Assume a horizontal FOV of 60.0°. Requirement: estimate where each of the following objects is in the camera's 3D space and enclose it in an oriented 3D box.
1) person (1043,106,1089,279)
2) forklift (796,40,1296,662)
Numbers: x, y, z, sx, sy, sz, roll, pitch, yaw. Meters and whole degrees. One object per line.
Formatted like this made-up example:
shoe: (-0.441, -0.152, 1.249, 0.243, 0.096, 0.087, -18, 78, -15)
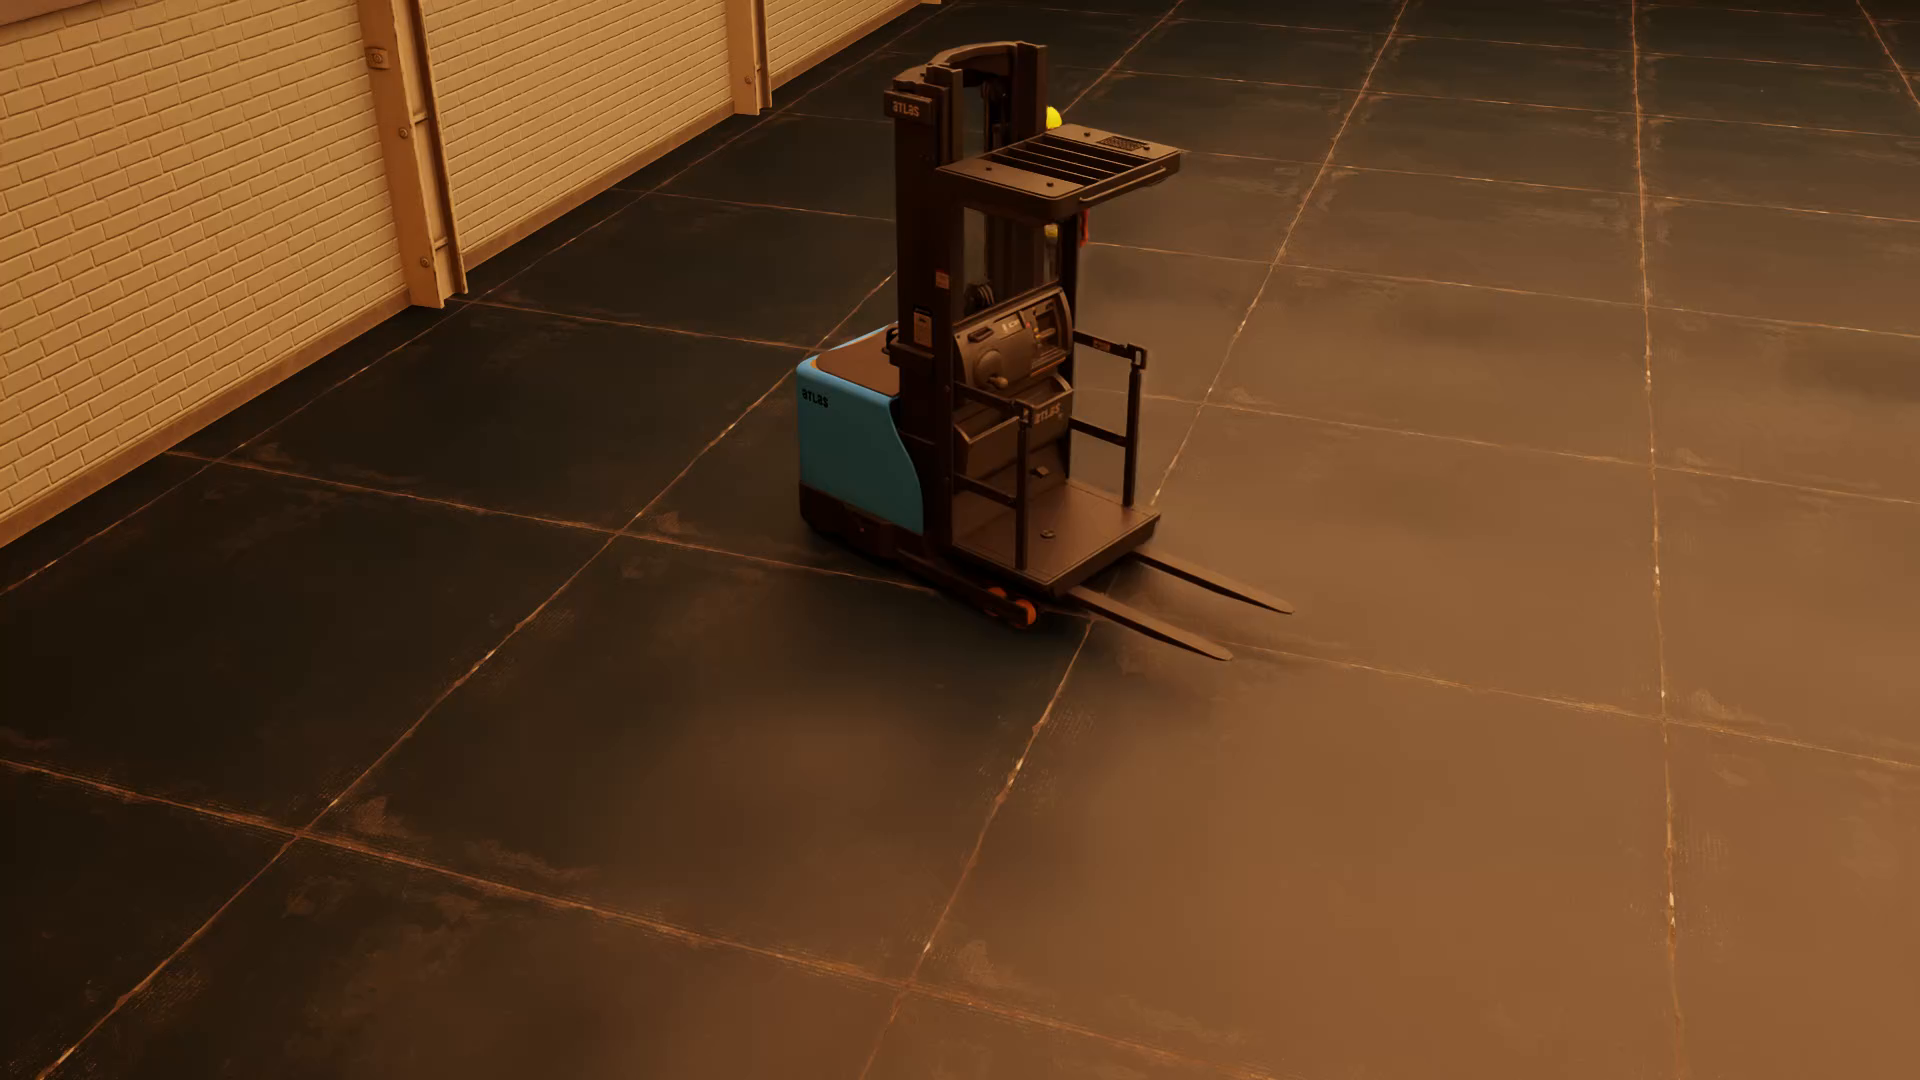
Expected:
person: (0.653, -2.375, 12.521, 0.653, 1.779, 0.499, 7, 30, 11)
forklift: (0.459, -1.074, 9.021, 3.031, 2.935, 1.130, 23, 37, 35)
